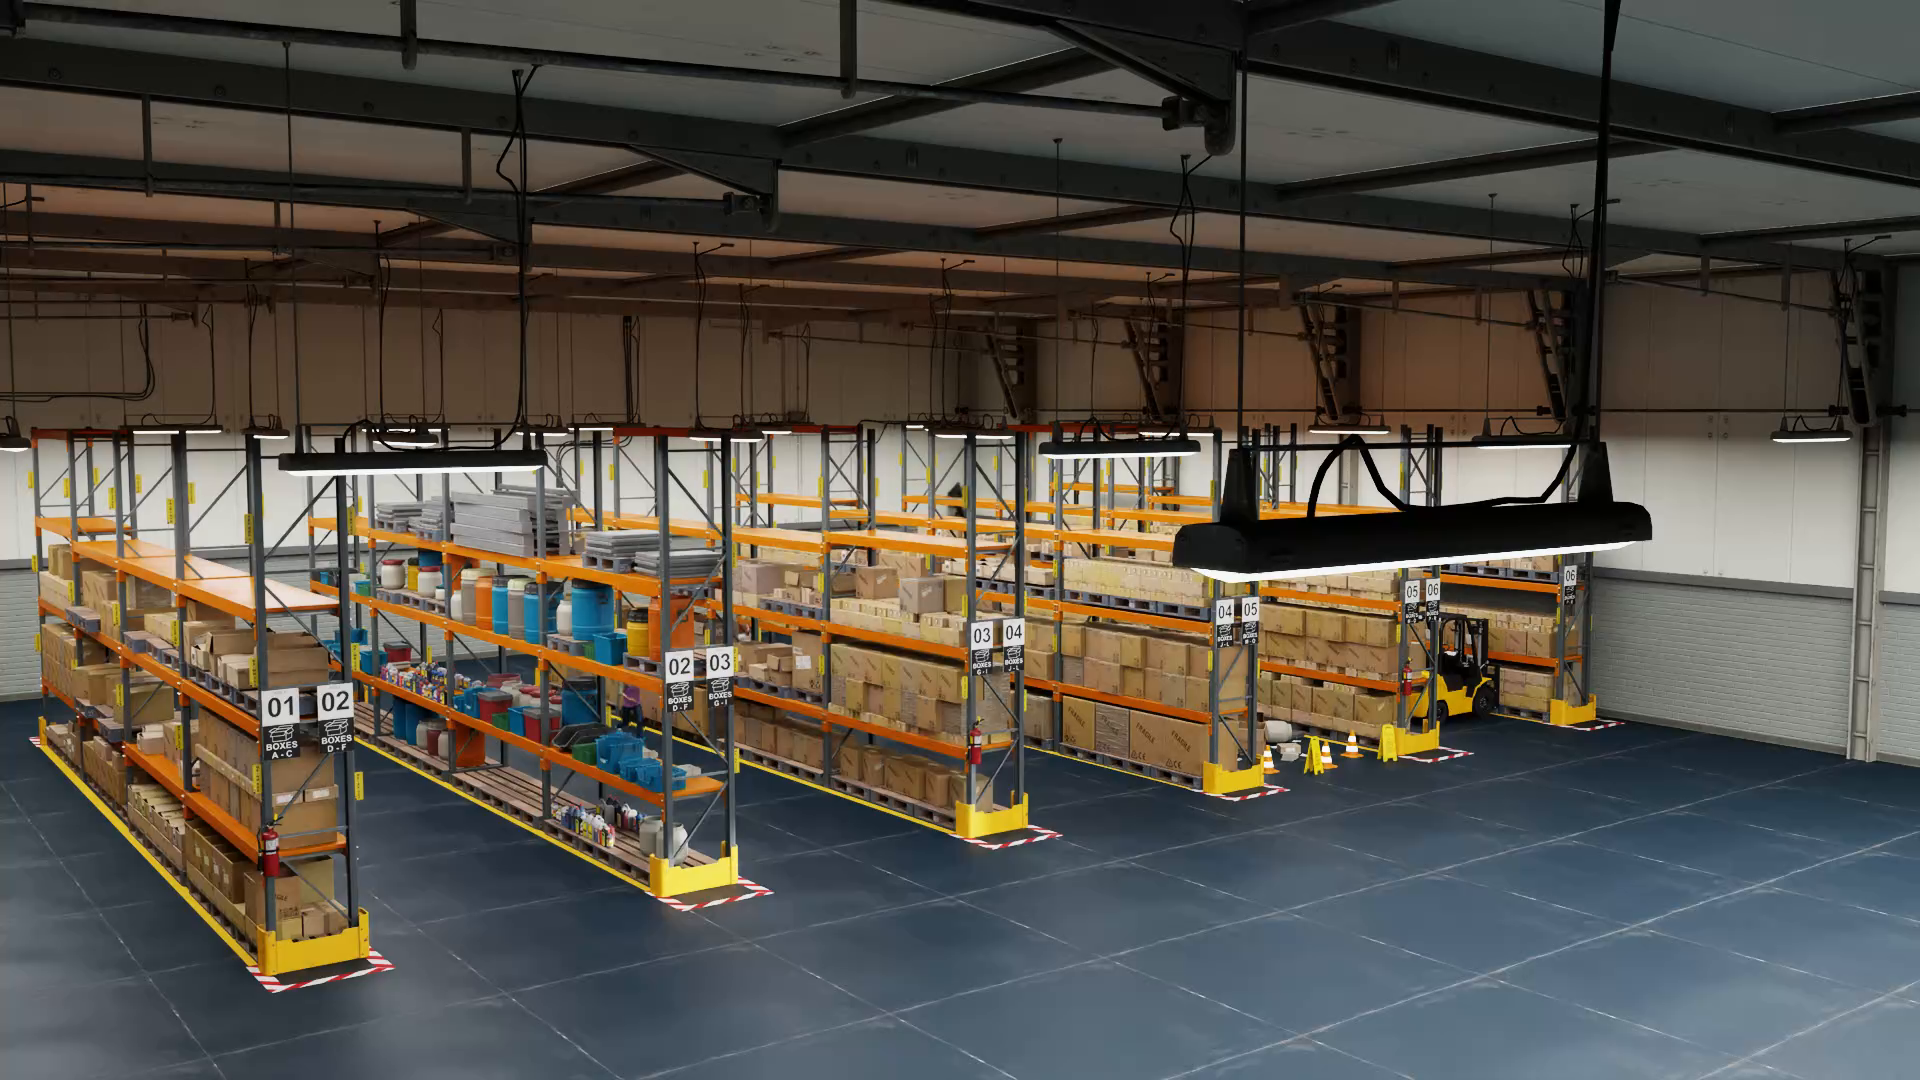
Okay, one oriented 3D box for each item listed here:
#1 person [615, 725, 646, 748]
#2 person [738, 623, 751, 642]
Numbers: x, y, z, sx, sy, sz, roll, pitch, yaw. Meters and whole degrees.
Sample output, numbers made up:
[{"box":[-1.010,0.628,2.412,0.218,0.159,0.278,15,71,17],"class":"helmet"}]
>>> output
[{"box":[-6.161,3.685,31.192,0.203,0.435,0.979,-3,6,-36],"class":"person"},{"box":[-4.743,2.272,37.185,0.544,0.808,0.441,-3,6,-37],"class":"person"}]
